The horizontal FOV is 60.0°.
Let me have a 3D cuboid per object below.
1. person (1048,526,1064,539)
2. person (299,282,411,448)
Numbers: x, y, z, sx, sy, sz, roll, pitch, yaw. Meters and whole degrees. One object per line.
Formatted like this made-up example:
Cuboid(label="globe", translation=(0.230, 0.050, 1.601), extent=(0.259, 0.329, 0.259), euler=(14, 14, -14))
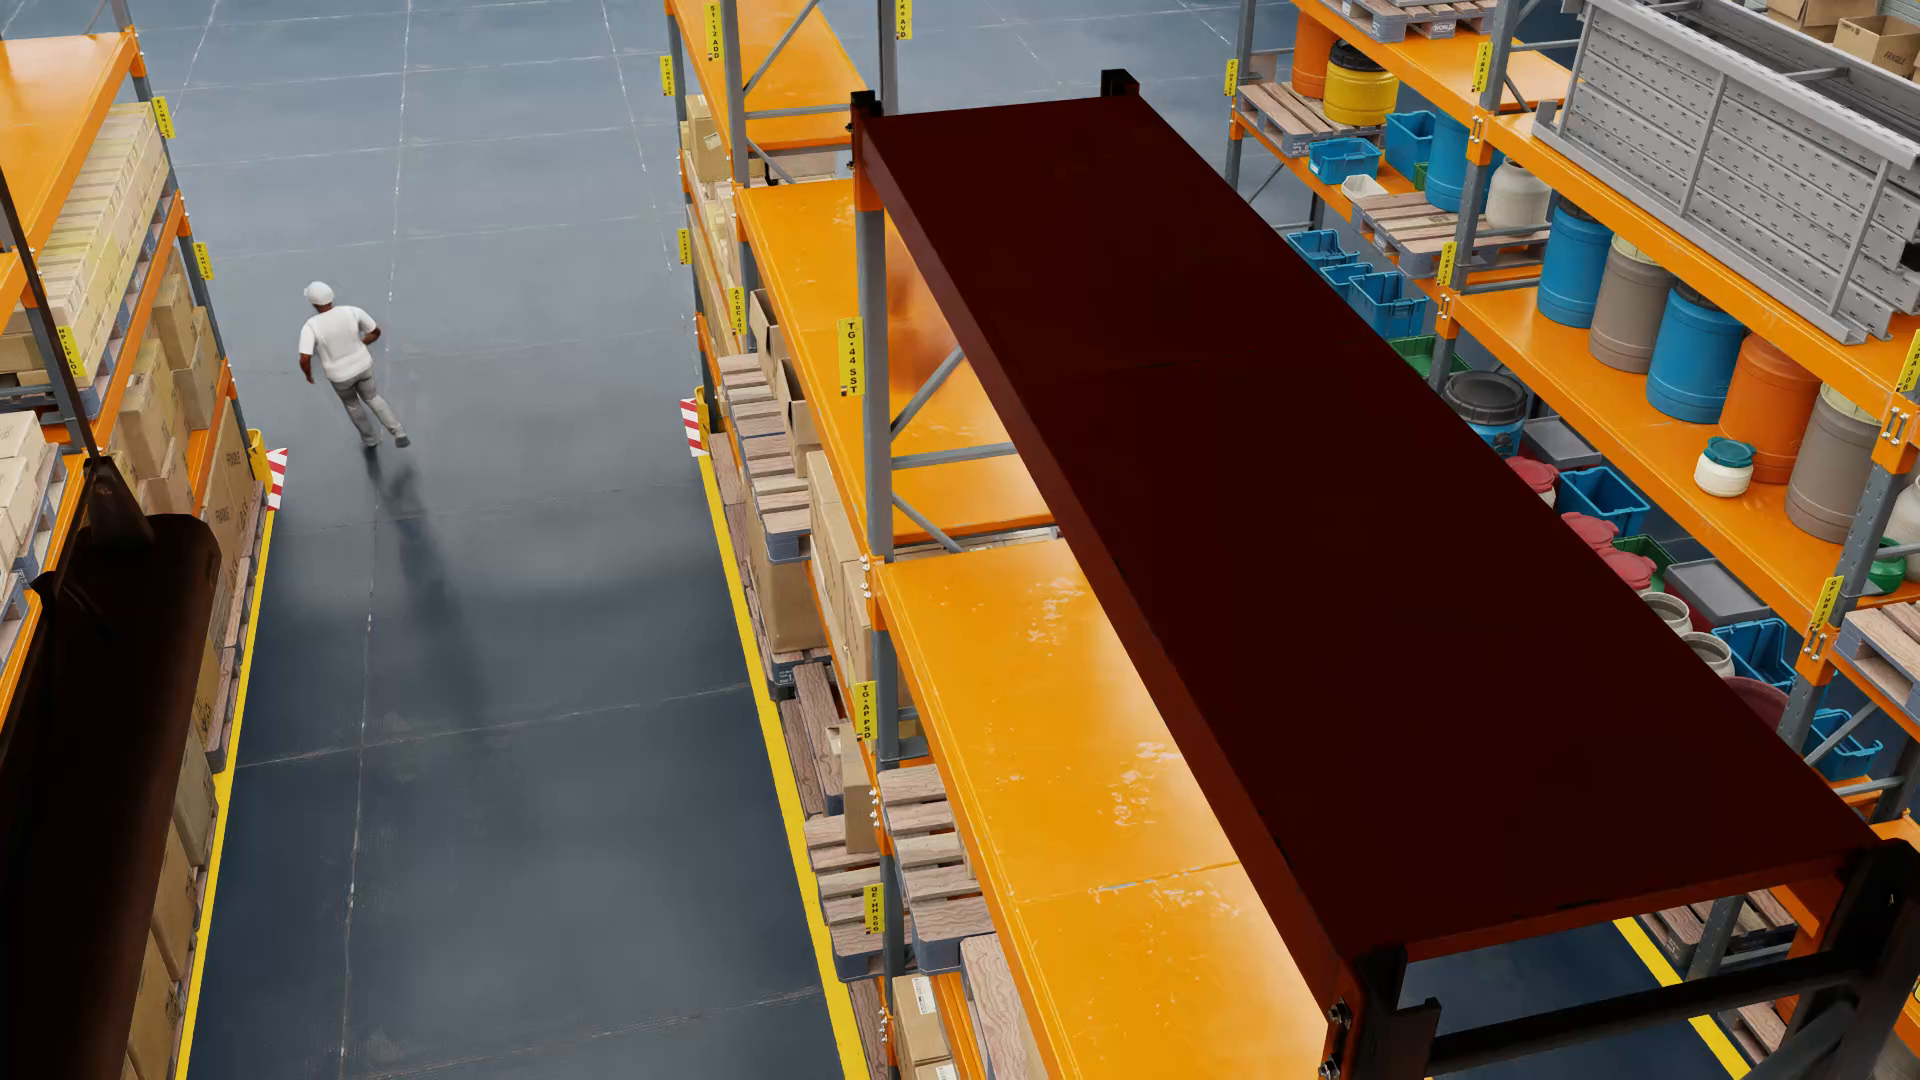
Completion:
Cuboid(label="person", translation=(0.506, 0.153, 12.344), extent=(0.659, 1.764, 0.659), euler=(-8, 35, -11))
Cuboid(label="person", translation=(-5.462, -1.496, 14.742), extent=(0.753, 1.735, 0.758), euler=(-26, 42, -33))
